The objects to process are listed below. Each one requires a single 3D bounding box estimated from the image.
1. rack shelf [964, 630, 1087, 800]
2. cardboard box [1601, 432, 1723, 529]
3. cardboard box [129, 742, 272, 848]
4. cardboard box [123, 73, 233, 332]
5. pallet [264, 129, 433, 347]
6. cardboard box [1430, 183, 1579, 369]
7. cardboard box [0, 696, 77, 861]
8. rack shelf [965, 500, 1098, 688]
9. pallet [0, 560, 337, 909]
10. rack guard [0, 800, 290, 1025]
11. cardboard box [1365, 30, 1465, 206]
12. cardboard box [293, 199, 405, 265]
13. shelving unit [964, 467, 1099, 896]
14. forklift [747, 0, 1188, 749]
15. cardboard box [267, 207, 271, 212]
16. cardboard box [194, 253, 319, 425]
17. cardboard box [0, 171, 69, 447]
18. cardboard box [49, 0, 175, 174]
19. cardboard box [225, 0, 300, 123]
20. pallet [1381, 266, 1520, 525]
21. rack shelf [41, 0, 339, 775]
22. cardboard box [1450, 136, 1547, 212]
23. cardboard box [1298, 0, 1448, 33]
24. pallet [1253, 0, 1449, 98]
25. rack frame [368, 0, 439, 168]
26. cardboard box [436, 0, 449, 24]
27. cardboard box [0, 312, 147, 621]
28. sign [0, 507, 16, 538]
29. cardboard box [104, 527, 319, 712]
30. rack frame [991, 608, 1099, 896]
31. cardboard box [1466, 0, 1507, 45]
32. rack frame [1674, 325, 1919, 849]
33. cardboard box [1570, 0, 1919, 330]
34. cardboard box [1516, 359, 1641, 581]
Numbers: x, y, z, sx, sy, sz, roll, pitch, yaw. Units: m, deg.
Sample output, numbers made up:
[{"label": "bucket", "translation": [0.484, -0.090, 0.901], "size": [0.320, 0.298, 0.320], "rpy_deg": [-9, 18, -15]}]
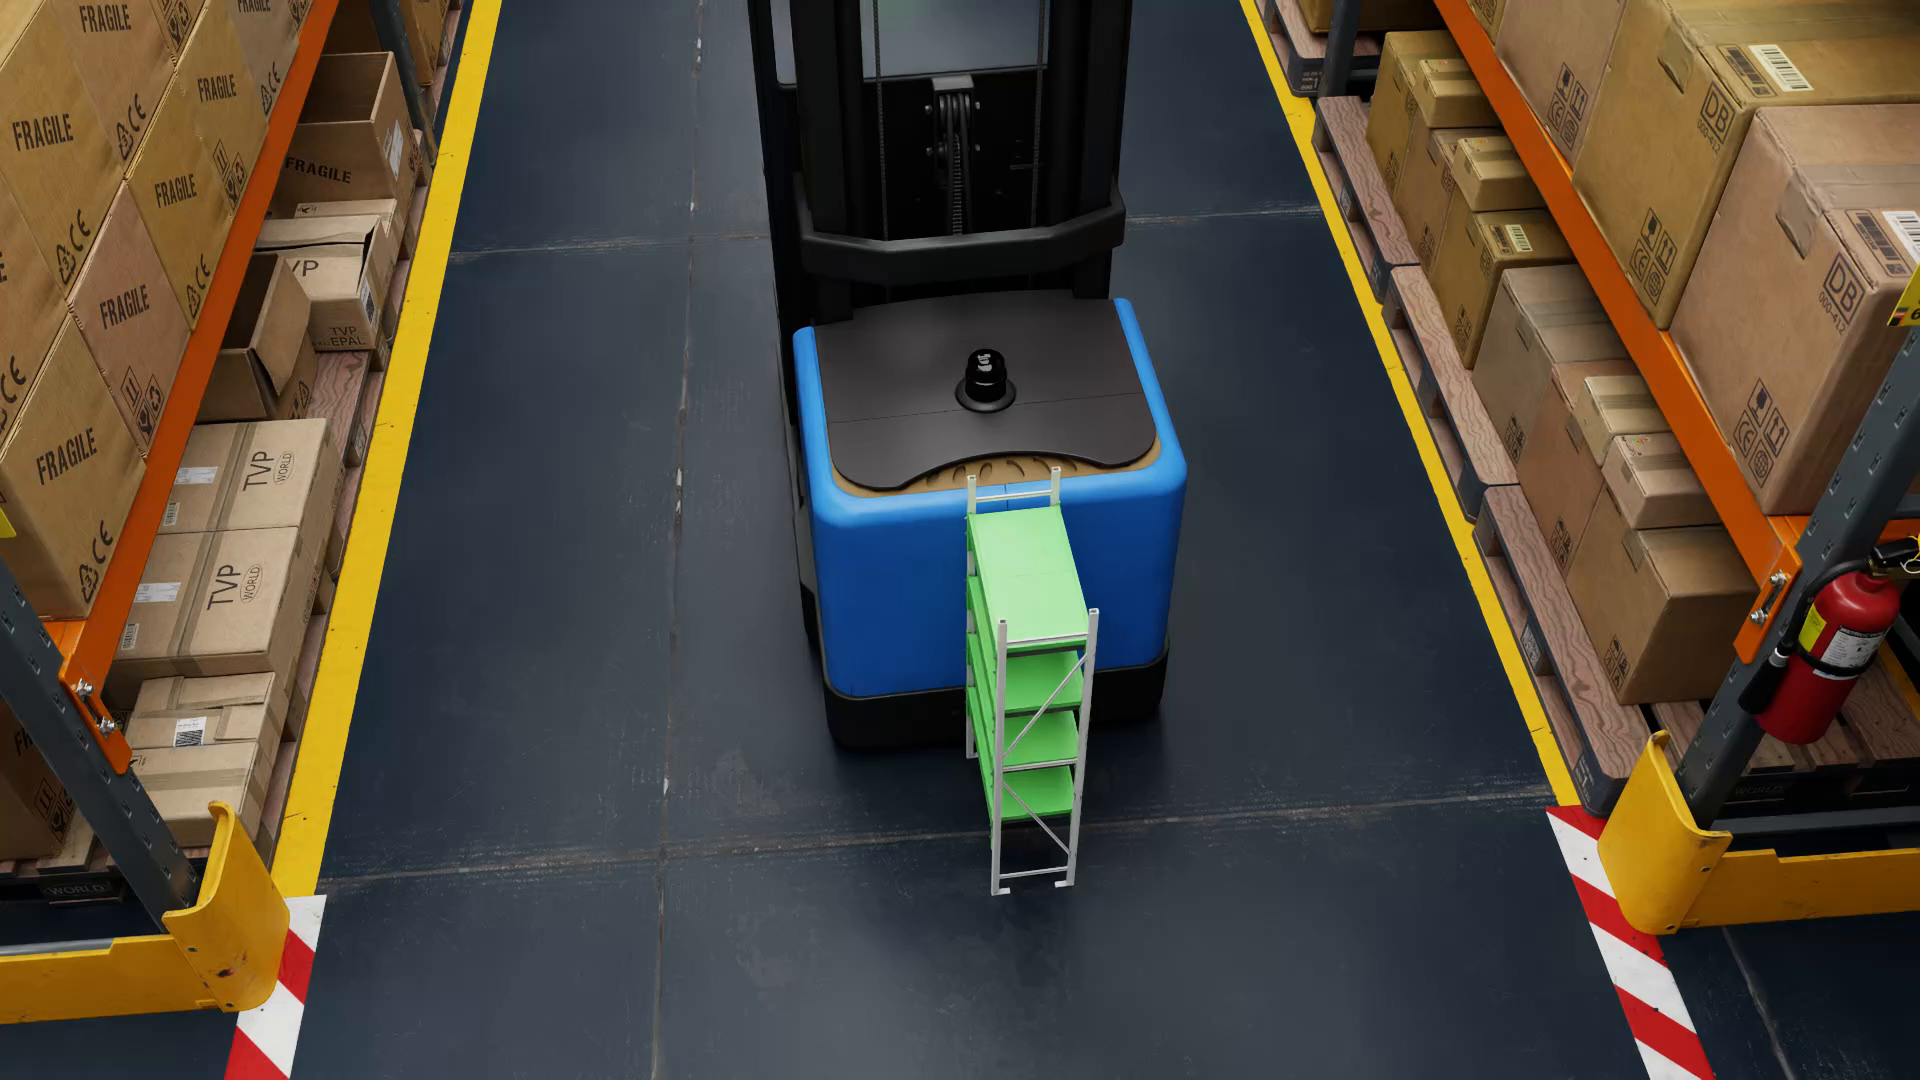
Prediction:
[{"label": "rack shelf", "translation": [0.174, 0.461, 4.575], "size": [0.258, 0.148, 0.480], "rpy_deg": [-6, 47, -6]}, {"label": "cardboard box", "translation": [2.112, -0.180, 4.840], "size": [0.380, 0.149, 0.250], "rpy_deg": [-4, 47, -4]}, {"label": "cardboard box", "translation": [-2.166, 0.719, 4.663], "size": [0.380, 0.149, 0.250], "rpy_deg": [-3, 47, -3]}, {"label": "cardboard box", "translation": [-2.335, -0.894, 4.462], "size": [0.500, 0.500, 0.500], "rpy_deg": [-4, 47, -3]}, {"label": "pallet", "translation": [-2.752, -1.224, 6.764], "size": [1.003, 0.211, 1.213], "rpy_deg": [-3, 47, -3]}, {"label": "cardboard box", "translation": [2.168, -0.986, 6.050], "size": [0.700, 0.500, 0.500], "rpy_deg": [-3, 47, -2]}, {"label": "cardboard box", "translation": [-2.764, 0.544, 4.588], "size": [0.500, 0.500, 0.500], "rpy_deg": [-3, 47, -3]}, {"label": "rack shelf", "translation": [0.174, 0.131, 4.226], "size": [0.258, 0.148, 0.480], "rpy_deg": [-6, 47, -6]}, {"label": "pallet", "translation": [-2.548, 0.541, 5.092], "size": [1.003, 0.211, 1.213], "rpy_deg": [-3, 47, -3]}, {"label": "rack guard", "translation": [-2.480, 1.019, 4.441], "size": [1.175, 0.500, 0.348], "rpy_deg": [-3, 47, -3]}, {"label": "cardboard box", "translation": [2.088, -1.721, 6.747], "size": [0.700, 0.500, 0.500], "rpy_deg": [-3, 47, -3]}, {"label": "cardboard box", "translation": [-2.387, -1.188, 6.470], "size": [0.380, 0.149, 0.250], "rpy_deg": [-3, 47, -3]}, {"label": "shelving unit", "translation": [0.174, 0.417, 4.529], "size": [0.258, 1.200, 0.503], "rpy_deg": [-6, 47, -6]}, {"label": "forklift", "translation": [-0.090, -1.457, 5.111], "size": [1.130, 2.935, 3.031], "rpy_deg": [-6, 47, -6]}, {"label": "cardboard box", "translation": [-2.989, -1.590, 6.739], "size": [0.500, 0.311, 0.500], "rpy_deg": [-3, 47, -3]}, {"label": "cardboard box", "translation": [-2.646, -0.614, 5.682], "size": [0.797, 0.503, 0.637], "rpy_deg": [-3, 47, -3]}, {"label": "cardboard box", "translation": [-2.248, -0.501, 3.401], "size": [0.500, 0.500, 0.500], "rpy_deg": [-2, 47, -2]}, {"label": "cardboard box", "translation": [-2.336, -1.241, 4.102], "size": [0.500, 0.500, 0.500], "rpy_deg": [-3, 47, -3]}, {"label": "cardboard box", "translation": [-2.421, -1.624, 5.153], "size": [0.500, 0.500, 0.500], "rpy_deg": [-3, 47, -2]}, {"label": "pallet", "translation": [2.219, -0.585, 6.159], "size": [1.003, 0.211, 1.213], "rpy_deg": [-3, 47, -3]}, {"label": "rack shelf", "translation": [-2.641, -0.986, 5.113], "size": [1.077, 0.370, 4.000], "rpy_deg": [-3, 47, -3]}, {"label": "cardboard box", "translation": [1.979, -1.308, 5.908], "size": [0.380, 0.149, 0.250], "rpy_deg": [-5, 47, -4]}, {"label": "cardboard box", "translation": [1.944, -2.851, 7.576], "size": [0.750, 0.750, 0.750], "rpy_deg": [-3, 47, -3]}, {"label": "pallet", "translation": [1.988, -2.579, 8.047], "size": [1.003, 0.211, 1.213], "rpy_deg": [-3, 47, -3]}, {"label": "rack frame", "translation": [-2.808, -2.680, 6.222], "size": [1.000, 3.000, 0.127], "rpy_deg": [-3, 47, -3]}, {"label": "cardboard box", "translation": [-2.662, -2.722, 7.680], "size": [0.500, 0.500, 0.500], "rpy_deg": [-3, 47, -3]}, {"label": "cardboard box", "translation": [-2.248, -0.157, 3.764], "size": [0.500, 0.500, 0.500], "rpy_deg": [-3, 47, -2]}, {"label": "sign", "translation": [-1.933, -0.117, 3.198], "size": [0.100, 0.325, 0.005], "rpy_deg": [-3, 47, -3]}, {"label": "cardboard box", "translation": [-2.278, 0.236, 5.051], "size": [0.500, 0.250, 0.500], "rpy_deg": [-3, 47, -3]}, {"label": "rack frame", "translation": [0.209, 0.592, 4.362], "size": [0.240, 1.200, 0.015], "rpy_deg": [-6, 47, -6]}, {"label": "cardboard box", "translation": [2.212, -2.165, 5.528], "size": [0.980, 0.700, 0.700], "rpy_deg": [-5, 47, -4]}, {"label": "rack frame", "translation": [2.462, -0.090, 3.769], "size": [1.000, 3.000, 0.127], "rpy_deg": [-3, 47, -3]}, {"label": "cardboard box", "translation": [2.338, -1.087, 4.507], "size": [0.980, 0.700, 0.700], "rpy_deg": [-4, 47, -4]}, {"label": "cardboard box", "translation": [2.262, -0.237, 5.341], "size": [0.700, 0.500, 0.500], "rpy_deg": [-4, 47, -3]}]
